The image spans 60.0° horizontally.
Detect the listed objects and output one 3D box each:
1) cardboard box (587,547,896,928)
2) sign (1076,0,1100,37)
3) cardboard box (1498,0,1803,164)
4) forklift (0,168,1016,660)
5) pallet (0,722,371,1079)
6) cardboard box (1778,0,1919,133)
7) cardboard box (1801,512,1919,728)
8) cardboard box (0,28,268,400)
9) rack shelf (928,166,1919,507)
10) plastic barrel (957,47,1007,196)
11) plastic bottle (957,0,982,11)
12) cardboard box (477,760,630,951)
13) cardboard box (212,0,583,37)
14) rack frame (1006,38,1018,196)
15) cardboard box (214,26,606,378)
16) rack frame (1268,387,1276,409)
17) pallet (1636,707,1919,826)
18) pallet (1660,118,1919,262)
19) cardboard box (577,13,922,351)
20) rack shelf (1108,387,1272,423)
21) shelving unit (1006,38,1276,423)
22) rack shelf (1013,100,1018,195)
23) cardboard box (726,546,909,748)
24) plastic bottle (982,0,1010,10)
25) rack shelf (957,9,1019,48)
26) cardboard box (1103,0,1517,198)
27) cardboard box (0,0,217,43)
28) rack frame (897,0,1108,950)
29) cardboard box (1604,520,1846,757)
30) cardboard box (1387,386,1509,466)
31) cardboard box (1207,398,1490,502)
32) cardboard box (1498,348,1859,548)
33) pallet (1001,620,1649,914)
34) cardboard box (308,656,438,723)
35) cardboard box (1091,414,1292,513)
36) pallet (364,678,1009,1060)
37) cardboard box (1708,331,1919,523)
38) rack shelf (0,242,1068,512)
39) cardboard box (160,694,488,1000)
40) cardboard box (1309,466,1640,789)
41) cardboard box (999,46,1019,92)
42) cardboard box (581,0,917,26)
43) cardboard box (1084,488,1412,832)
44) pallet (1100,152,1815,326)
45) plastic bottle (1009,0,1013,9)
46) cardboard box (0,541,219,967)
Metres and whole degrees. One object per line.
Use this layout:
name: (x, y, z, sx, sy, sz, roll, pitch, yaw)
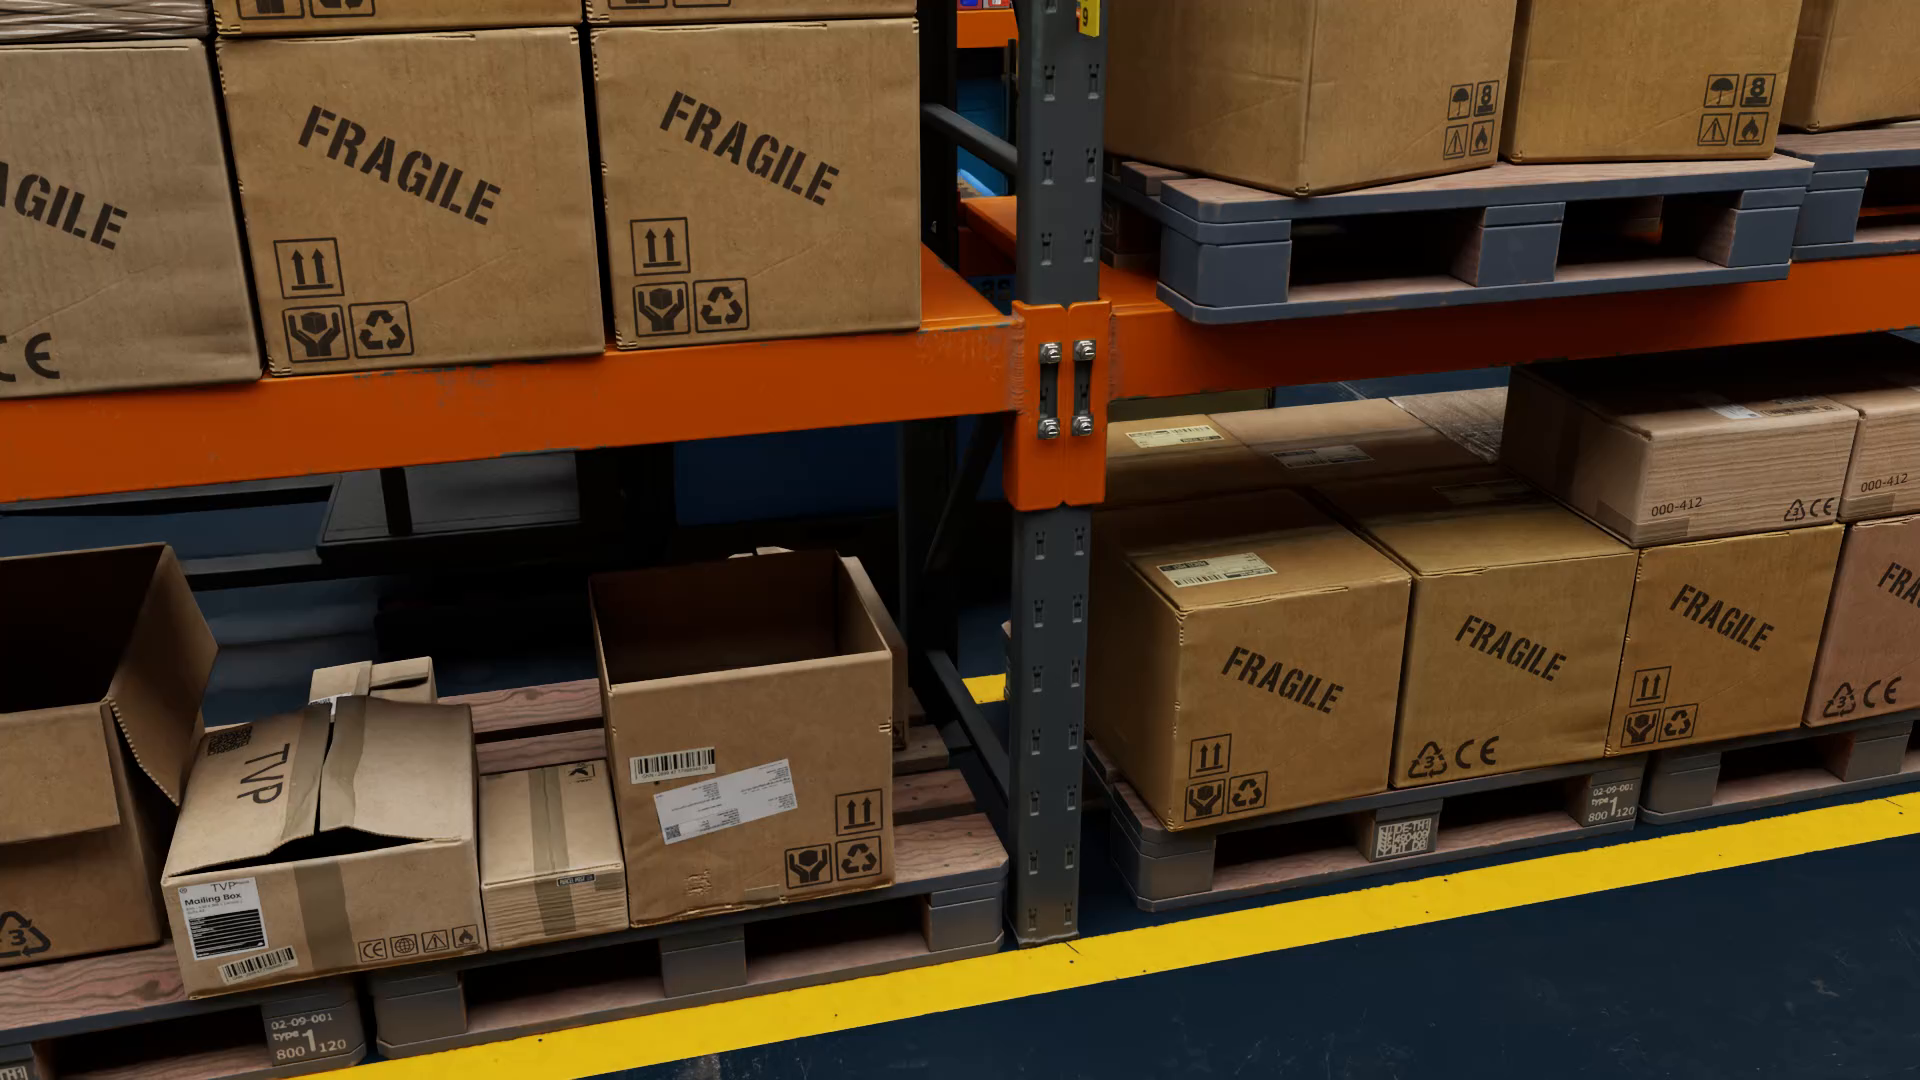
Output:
cardboard box: (-0.427, 0.362, 3.215, 0.500, 0.500, 0.500, -6, 24, -14)
sign: (0.199, -0.946, 2.552, 0.005, 0.325, 0.100, -6, 24, -14)
cardboard box: (1.206, -1.055, 3.245, 0.500, 0.500, 0.700, -3, 23, -6)
forklift: (-1.330, -1.252, 4.451, 3.031, 2.935, 1.130, -5, 24, -12)
pallet: (-1.793, 0.733, 3.275, 1.213, 0.211, 1.003, -6, 24, -14)
cardboard box: (1.729, -1.204, 3.592, 0.500, 0.500, 0.700, -13, 26, -28)
cardboard box: (2.057, 0.069, 3.896, 0.500, 0.500, 0.500, -7, 24, -16)
cardboard box: (-1.357, -0.537, 2.571, 0.500, 0.500, 0.500, -6, 24, -13)
rack shelf: (1.971, -0.635, 3.839, 4.000, 0.370, 1.077, -6, 24, -14)
plastic barrel: (-0.079, -1.990, 8.211, 0.708, 0.901, 0.600, -6, 24, -14)
plastic bottle: (0.034, -2.552, 7.542, 0.133, 0.283, 0.061, -6, 24, -14)
cardboard box: (-0.772, 0.586, 3.138, 0.250, 0.149, 0.380, -6, 24, -14)
cardboard box: (-0.865, -1.051, 2.500, 0.500, 0.500, 0.500, -7, 24, -15)
rack frame: (0.193, -0.703, 4.986, 0.023, 1.500, 0.400, -5, 24, -12)
cardboard box: (-0.863, -0.593, 2.701, 0.500, 0.500, 0.500, -6, 24, -13)
rack frame: (0.906, -0.768, 5.139, 0.023, 1.500, 0.400, -5, 24, -12)
pallet: (1.995, 0.296, 4.292, 1.213, 0.211, 1.003, -6, 24, -14)
pallet: (2.025, -0.882, 3.745, 1.213, 0.211, 1.003, -6, 24, -14)
cardboard box: (-0.367, -0.648, 2.830, 0.500, 0.500, 0.500, -6, 24, -13)
rack shelf: (0.550, -0.436, 5.191, 0.720, 0.370, 0.431, -5, 24, -12)
shelving unit: (0.550, -0.736, 5.063, 0.755, 1.500, 0.431, -5, 24, -12)
rack shelf: (0.550, -1.094, 4.909, 0.720, 0.370, 0.431, -5, 24, -12)
cardboard box: (-0.418, 0.243, 3.732, 0.500, 0.311, 0.500, -6, 24, -14)
plastic bottle: (0.151, -2.580, 7.617, 0.135, 0.276, 0.152, -6, 24, -14)
rack shelf: (0.636, -2.516, 8.223, 4.000, 0.370, 1.077, -6, 24, -14)
cardboard box: (0.561, -0.958, 3.018, 0.500, 0.500, 0.700, -16, 28, -32)
cardboard box: (-1.350, -0.997, 2.375, 0.500, 0.500, 0.500, -6, 24, -14)
rack frame: (0.045, -0.753, 3.201, 0.127, 3.000, 1.000, -6, 24, -14)
cardboard box: (1.570, 0.123, 3.771, 0.500, 0.500, 0.500, -6, 24, -14)
cardboard box: (1.404, -0.071, 4.223, 0.500, 0.500, 0.500, -6, 24, -14)
cardboard box: (0.921, -0.017, 4.098, 0.500, 0.500, 0.500, -6, 24, -14)
cardboard box: (1.539, -0.217, 3.612, 0.500, 0.250, 0.500, -6, 24, -14)
pallet: (0.818, 0.427, 3.986, 1.213, 0.211, 1.003, -6, 24, -14)
cardboard box: (-1.248, 0.405, 3.537, 0.250, 0.166, 0.380, -6, 24, -14)
cardboard box: (0.443, 0.032, 3.983, 0.500, 0.500, 0.500, -6, 24, -15)
pallet: (-0.617, 0.601, 3.581, 1.213, 0.211, 1.003, -6, 24, -14)
cardboard box: (2.022, -0.270, 3.737, 0.500, 0.250, 0.500, -7, 24, -15)
rack shelf: (-1.881, -0.209, 2.846, 4.000, 0.370, 1.077, -6, 24, -14)
cardboard box: (-1.149, 0.529, 3.066, 0.500, 0.311, 0.500, -6, 24, -14)
cardboard box: (1.087, 0.173, 3.654, 0.500, 0.500, 0.500, -6, 24, -14)
cardboard box: (0.554, -4.091, 13.143, 0.875, 0.875, 1.225, -7, 24, -17)
cardboard box: (-0.372, -1.106, 2.629, 0.500, 0.500, 0.500, -6, 24, -14)
cardboard box: (0.576, 0.234, 3.512, 0.500, 0.500, 0.500, -7, 24, -17)
pallet: (0.844, -0.708, 3.341, 1.213, 0.211, 1.003, -6, 24, -14)
plastic bottle: (0.270, -2.548, 7.636, 0.097, 0.201, 0.097, 0, 23, 0)
cardboard box: (-1.763, 0.394, 3.136, 0.637, 0.503, 0.797, -6, 24, -14)
